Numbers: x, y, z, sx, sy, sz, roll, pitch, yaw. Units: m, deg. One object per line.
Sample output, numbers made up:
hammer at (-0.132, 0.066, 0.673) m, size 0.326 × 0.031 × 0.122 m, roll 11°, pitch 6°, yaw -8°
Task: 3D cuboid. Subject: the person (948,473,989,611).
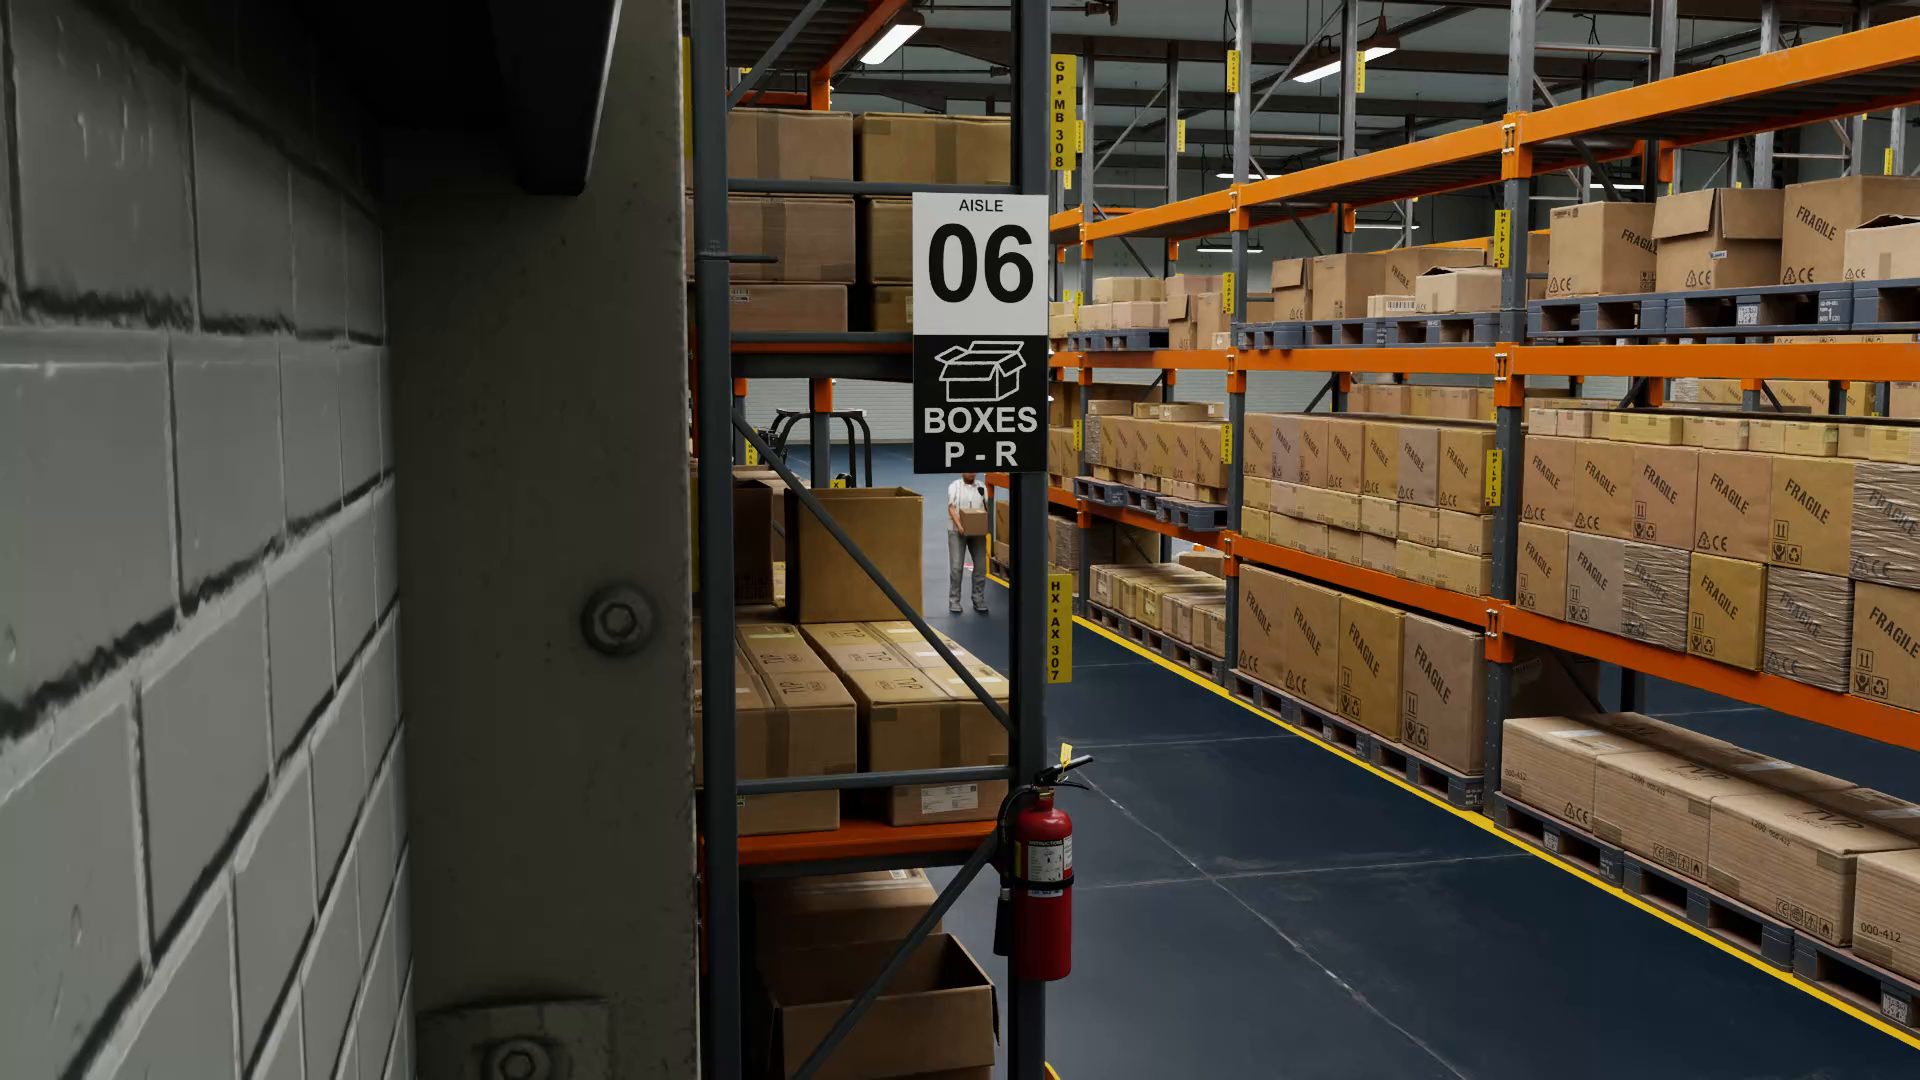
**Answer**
person at (0.105, -0.054, 18.077) m, size 0.455 × 1.657 × 0.542 m, roll -2°, pitch 6°, yaw -14°
